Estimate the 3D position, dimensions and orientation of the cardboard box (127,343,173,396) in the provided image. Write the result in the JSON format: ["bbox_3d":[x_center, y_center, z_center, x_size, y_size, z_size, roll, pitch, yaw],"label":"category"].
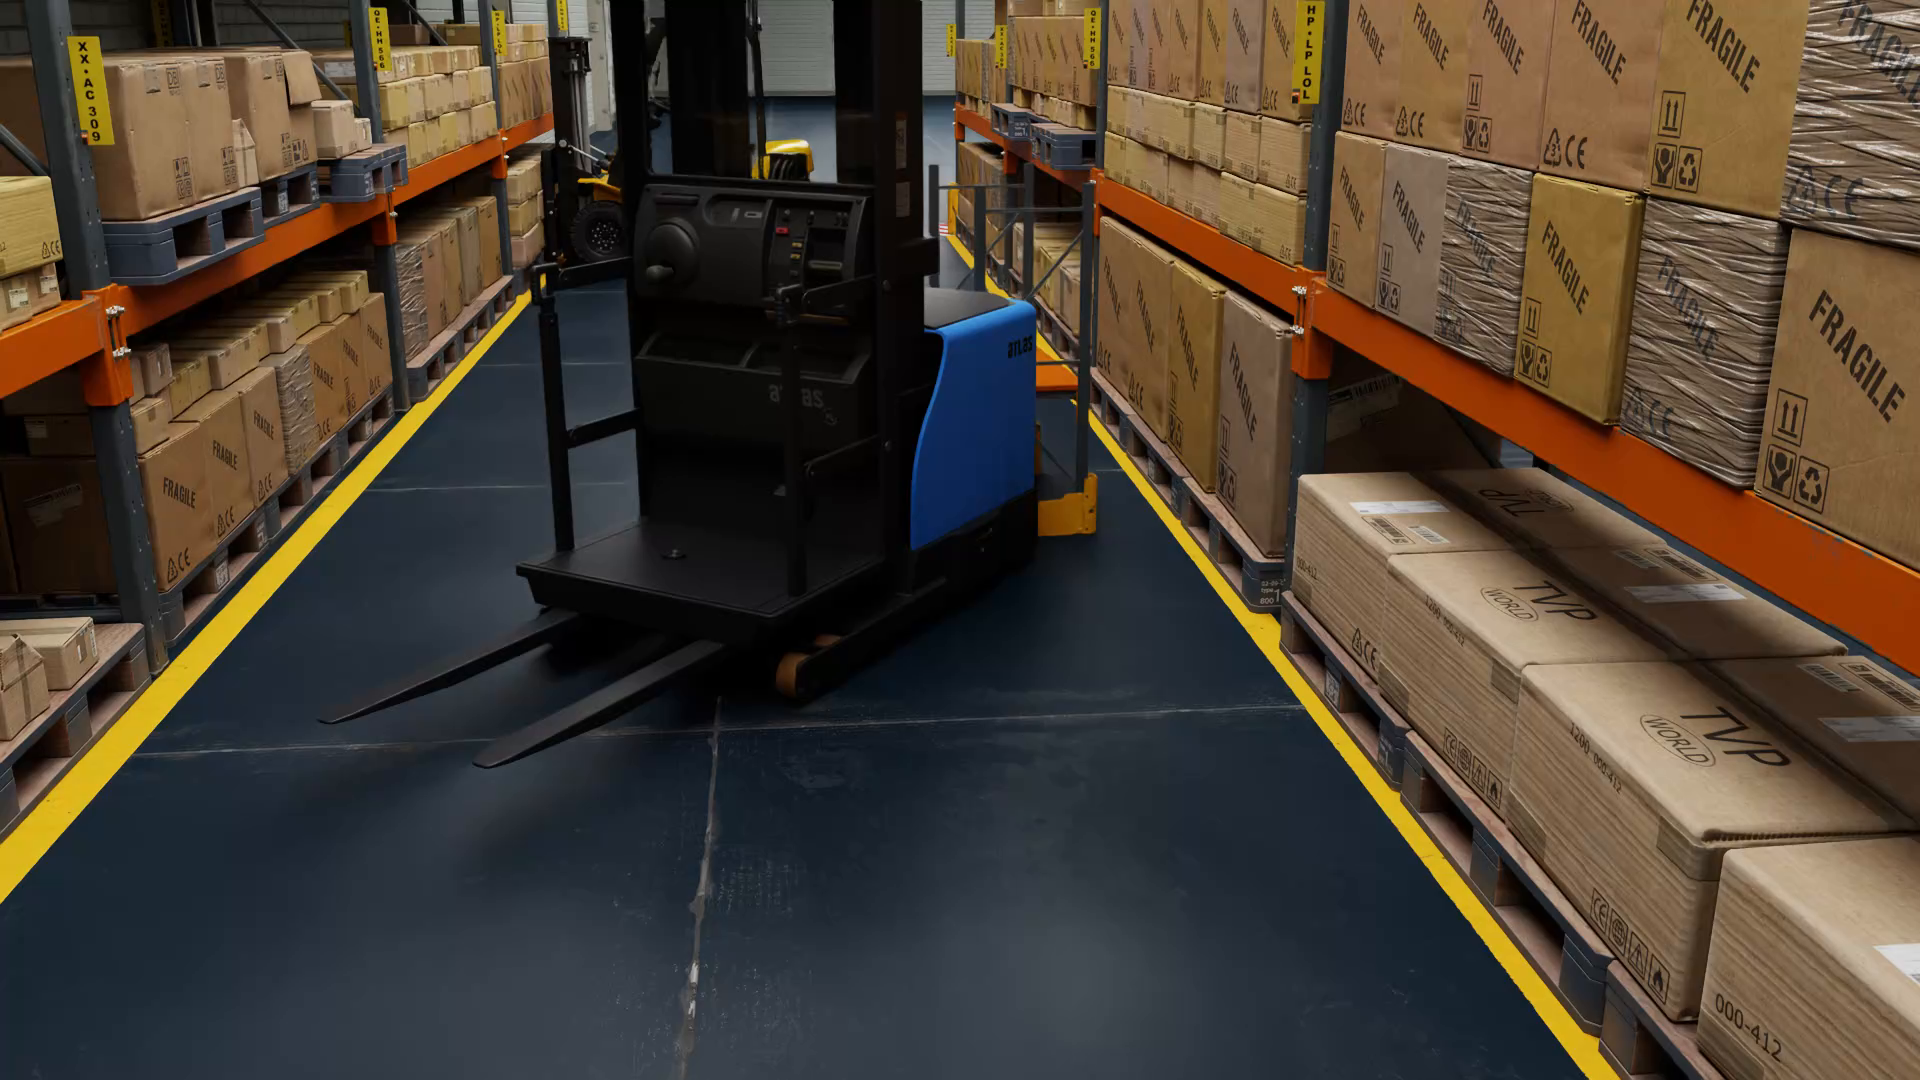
[{"bbox_3d":[-3.090,-0.613,6.013,0.380,0.149,0.250,-3,18,-8],"label":"cardboard box"}]

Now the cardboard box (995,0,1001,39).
[{"bbox_3d":[0.726,-5.213,16.442,0.700,0.500,0.500,-2,18,-7],"label":"cardboard box"}]

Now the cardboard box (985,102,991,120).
[{"bbox_3d":[0.425,-3.770,14.596,0.380,0.149,0.250,-2,18,-6],"label":"cardboard box"}]

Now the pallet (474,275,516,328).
[{"bbox_3d":[-3.953,-1.797,12.549,1.003,0.211,1.213,-2,18,-6],"label":"pallet"}]

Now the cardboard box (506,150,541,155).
[{"bbox_3d":[-4.002,-3.474,15.454,0.500,0.250,0.500,-2,17,-5],"label":"cardboard box"}]

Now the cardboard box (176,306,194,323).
[{"bbox_3d":[-3.795,-0.995,7.727,0.380,0.149,0.250,-2,18,-7],"label":"cardboard box"}]

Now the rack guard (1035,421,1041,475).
[{"bbox_3d":[0.105,-0.438,8.155,0.587,0.250,0.087,-3,18,-11],"label":"rack guard"}]

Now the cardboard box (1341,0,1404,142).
[{"bbox_3d":[1.502,-1.492,5.087,0.500,0.500,0.500,-2,18,-5],"label":"cardboard box"}]

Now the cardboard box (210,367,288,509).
[{"bbox_3d":[-3.181,-0.428,7.006,0.500,0.500,0.500,-2,18,-7],"label":"cardboard box"}]

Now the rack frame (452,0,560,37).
[{"bbox_3d":[-4.481,-4.538,16.623,1.000,3.000,0.127,-2,18,-6],"label":"rack frame"}]

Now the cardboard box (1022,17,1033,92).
[{"bbox_3d":[0.722,-3.445,11.778,0.500,0.500,0.500,-2,18,-6],"label":"cardboard box"}]

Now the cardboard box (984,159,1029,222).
[{"bbox_3d":[0.487,-3.066,14.573,0.500,0.500,0.500,-1,17,-5],"label":"cardboard box"}]

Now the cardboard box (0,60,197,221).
[{"bbox_3d":[-3.070,-1.362,5.638,0.700,0.500,0.500,-1,17,-4],"label":"cardboard box"}]

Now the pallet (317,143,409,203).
[{"bbox_3d":[-3.516,-1.863,8.423,1.213,0.211,1.003,-2,18,-6],"label":"pallet"}]

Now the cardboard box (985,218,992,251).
[{"bbox_3d":[0.476,-2.715,14.707,0.500,0.250,0.500,-2,18,-7],"label":"cardboard box"}]

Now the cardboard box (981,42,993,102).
[{"bbox_3d":[0.458,-4.122,14.636,0.500,0.500,0.500,-1,17,-4],"label":"cardboard box"}]

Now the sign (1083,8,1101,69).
[{"bbox_3d":[0.743,-2.804,9.299,0.100,0.325,0.005,-2,18,-6],"label":"sign"}]

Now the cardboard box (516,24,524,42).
[{"bbox_3d":[-4.070,-4.480,14.692,0.380,0.149,0.250,-2,17,-5],"label":"cardboard box"}]

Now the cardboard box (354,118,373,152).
[{"bbox_3d":[-3.206,-2.051,8.420,0.380,0.149,0.250,-1,17,-5],"label":"cardboard box"}]

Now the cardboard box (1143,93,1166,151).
[{"bbox_3d":[1.179,-2.014,8.001,0.500,0.250,0.500,-2,18,-6],"label":"cardboard box"}]

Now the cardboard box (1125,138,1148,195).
[{"bbox_3d":[1.152,-1.931,8.571,0.500,0.250,0.500,-2,18,-7],"label":"cardboard box"}]

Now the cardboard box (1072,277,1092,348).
[{"bbox_3d":[1.233,-1.424,10.391,0.950,0.372,0.625,-3,18,-9],"label":"cardboard box"}]

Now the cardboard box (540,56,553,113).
[{"bbox_3d":[-4.124,-4.292,15.674,0.500,0.500,0.500,-1,17,-4],"label":"cardboard box"}]

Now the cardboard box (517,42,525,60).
[{"bbox_3d":[-3.943,-4.188,14.261,0.380,0.149,0.250,-2,18,-7],"label":"cardboard box"}]

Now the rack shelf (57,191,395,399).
[{"bbox_3d":[-3.449,-1.215,7.241,1.077,0.370,4.000,-2,18,-6],"label":"rack shelf"}]

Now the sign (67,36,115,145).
[{"bbox_3d":[-2.704,-1.395,5.166,0.100,0.325,0.005,-2,18,-6],"label":"sign"}]

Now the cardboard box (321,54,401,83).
[{"bbox_3d":[-3.424,-2.695,9.503,0.380,0.149,0.250,-1,17,-4],"label":"cardboard box"}]

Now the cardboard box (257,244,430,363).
[{"bbox_3d":[-3.706,-1.408,9.917,0.875,0.625,0.625,-1,17,-4],"label":"cardboard box"}]

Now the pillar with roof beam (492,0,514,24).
[{"bbox_3d":[-1.642,-9.085,21.093,9.100,9.000,0.400,-2,18,-6],"label":"pillar with roof beam"}]

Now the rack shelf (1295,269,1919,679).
[{"bbox_3d":[1.900,-0.178,3.937,1.077,0.370,4.000,-2,18,-6],"label":"rack shelf"}]

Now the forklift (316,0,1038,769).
[{"bbox_3d":[-0.832,-1.018,5.526,1.130,2.935,3.031,9,20,28],"label":"forklift"}]

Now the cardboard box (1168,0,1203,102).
[{"bbox_3d":[1.236,-2.226,7.425,0.500,0.500,0.500,-1,17,-5],"label":"cardboard box"}]

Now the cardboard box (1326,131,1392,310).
[{"bbox_3d":[1.482,-1.017,5.241,0.500,0.500,0.500,-1,17,-4],"label":"cardboard box"}]

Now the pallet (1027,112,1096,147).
[{"bbox_3d":[1.037,-2.806,11.426,1.003,0.211,1.213,-2,18,-6],"label":"pallet"}]

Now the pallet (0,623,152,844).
[{"bbox_3d":[-3.173,0.573,5.001,1.003,0.211,1.213,-2,18,-6],"label":"pallet"}]

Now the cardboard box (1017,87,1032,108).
[{"bbox_3d":[0.629,-3.332,12.500,0.380,0.149,0.250,-1,17,-5],"label":"cardboard box"}]

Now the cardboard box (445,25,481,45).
[{"bbox_3d":[-3.806,-3.949,13.002,0.380,0.149,0.250,-1,17,-5],"label":"cardboard box"}]

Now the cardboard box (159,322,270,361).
[{"bbox_3d":[-3.269,-0.861,7.302,0.380,0.149,0.250,-2,18,-5],"label":"cardboard box"}]

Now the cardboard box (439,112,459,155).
[{"bbox_3d":[-3.617,-2.680,10.957,0.500,0.250,0.500,-1,17,-4],"label":"cardboard box"}]

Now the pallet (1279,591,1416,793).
[{"bbox_3d":[1.695,0.442,5.415,1.003,0.211,1.213,-2,18,-6],"label":"pallet"}]

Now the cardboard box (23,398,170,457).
[{"bbox_3d":[-3.015,-0.395,5.816,0.380,0.149,0.250,-1,17,-3],"label":"cardboard box"}]

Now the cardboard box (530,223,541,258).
[{"bbox_3d":[-3.856,-2.540,14.148,0.500,0.250,0.500,-2,18,-7],"label":"cardboard box"}]

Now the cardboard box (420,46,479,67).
[{"bbox_3d":[-3.812,-3.608,12.413,0.380,0.149,0.250,-1,17,-4],"label":"cardboard box"}]

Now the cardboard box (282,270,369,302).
[{"bbox_3d":[-3.352,-1.332,8.802,0.380,0.149,0.250,-3,18,-8],"label":"cardboard box"}]

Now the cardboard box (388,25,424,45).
[{"bbox_3d":[-4.401,-3.931,12.944,0.380,0.149,0.250,-2,18,-6],"label":"cardboard box"}]

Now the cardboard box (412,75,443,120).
[{"bbox_3d":[-3.545,-2.767,10.397,0.500,0.250,0.500,-2,18,-7],"label":"cardboard box"}]

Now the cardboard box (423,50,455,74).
[{"bbox_3d":[-3.546,-3.152,10.959,0.380,0.149,0.250,-2,18,-7],"label":"cardboard box"}]

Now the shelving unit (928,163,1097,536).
[{"bbox_3d":[0.205,-0.888,7.502,0.587,1.500,1.083,-3,18,-11],"label":"shelving unit"}]

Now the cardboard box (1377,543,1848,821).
[{"bbox_3d":[1.745,0.362,4.592,0.875,0.438,0.875,-2,18,-7],"label":"cardboard box"}]

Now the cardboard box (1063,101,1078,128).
[{"bbox_3d":[0.843,-2.631,10.268,0.380,0.149,0.250,-2,18,-6],"label":"cardboard box"}]
